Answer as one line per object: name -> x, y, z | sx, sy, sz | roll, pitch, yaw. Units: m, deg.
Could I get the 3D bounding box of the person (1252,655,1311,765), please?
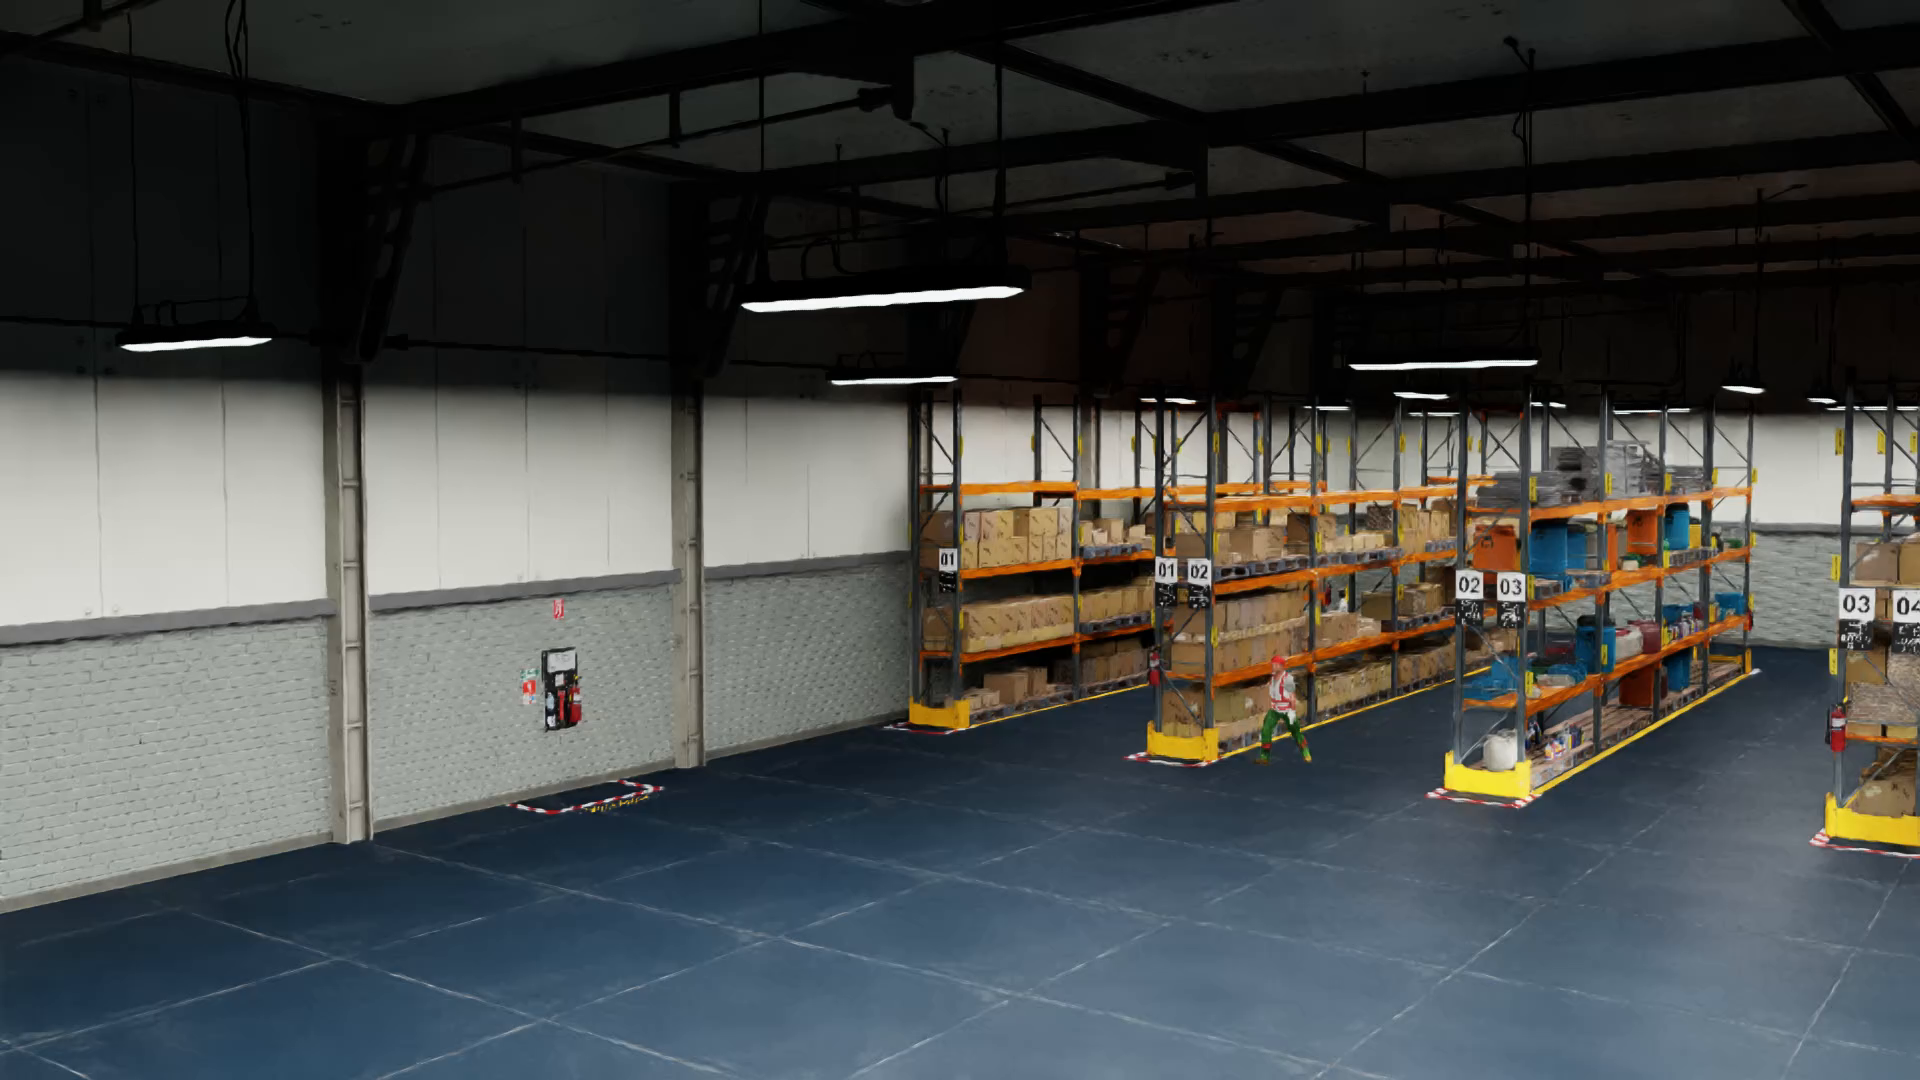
person -> 5.129, 2.655, 26.107 | 0.841, 1.734, 0.596 | -2, 4, -35

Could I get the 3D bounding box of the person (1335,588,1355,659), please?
person -> 8.940, 1.952, 38.577 | 0.433, 1.684, 0.551 | 1, 3, 15
